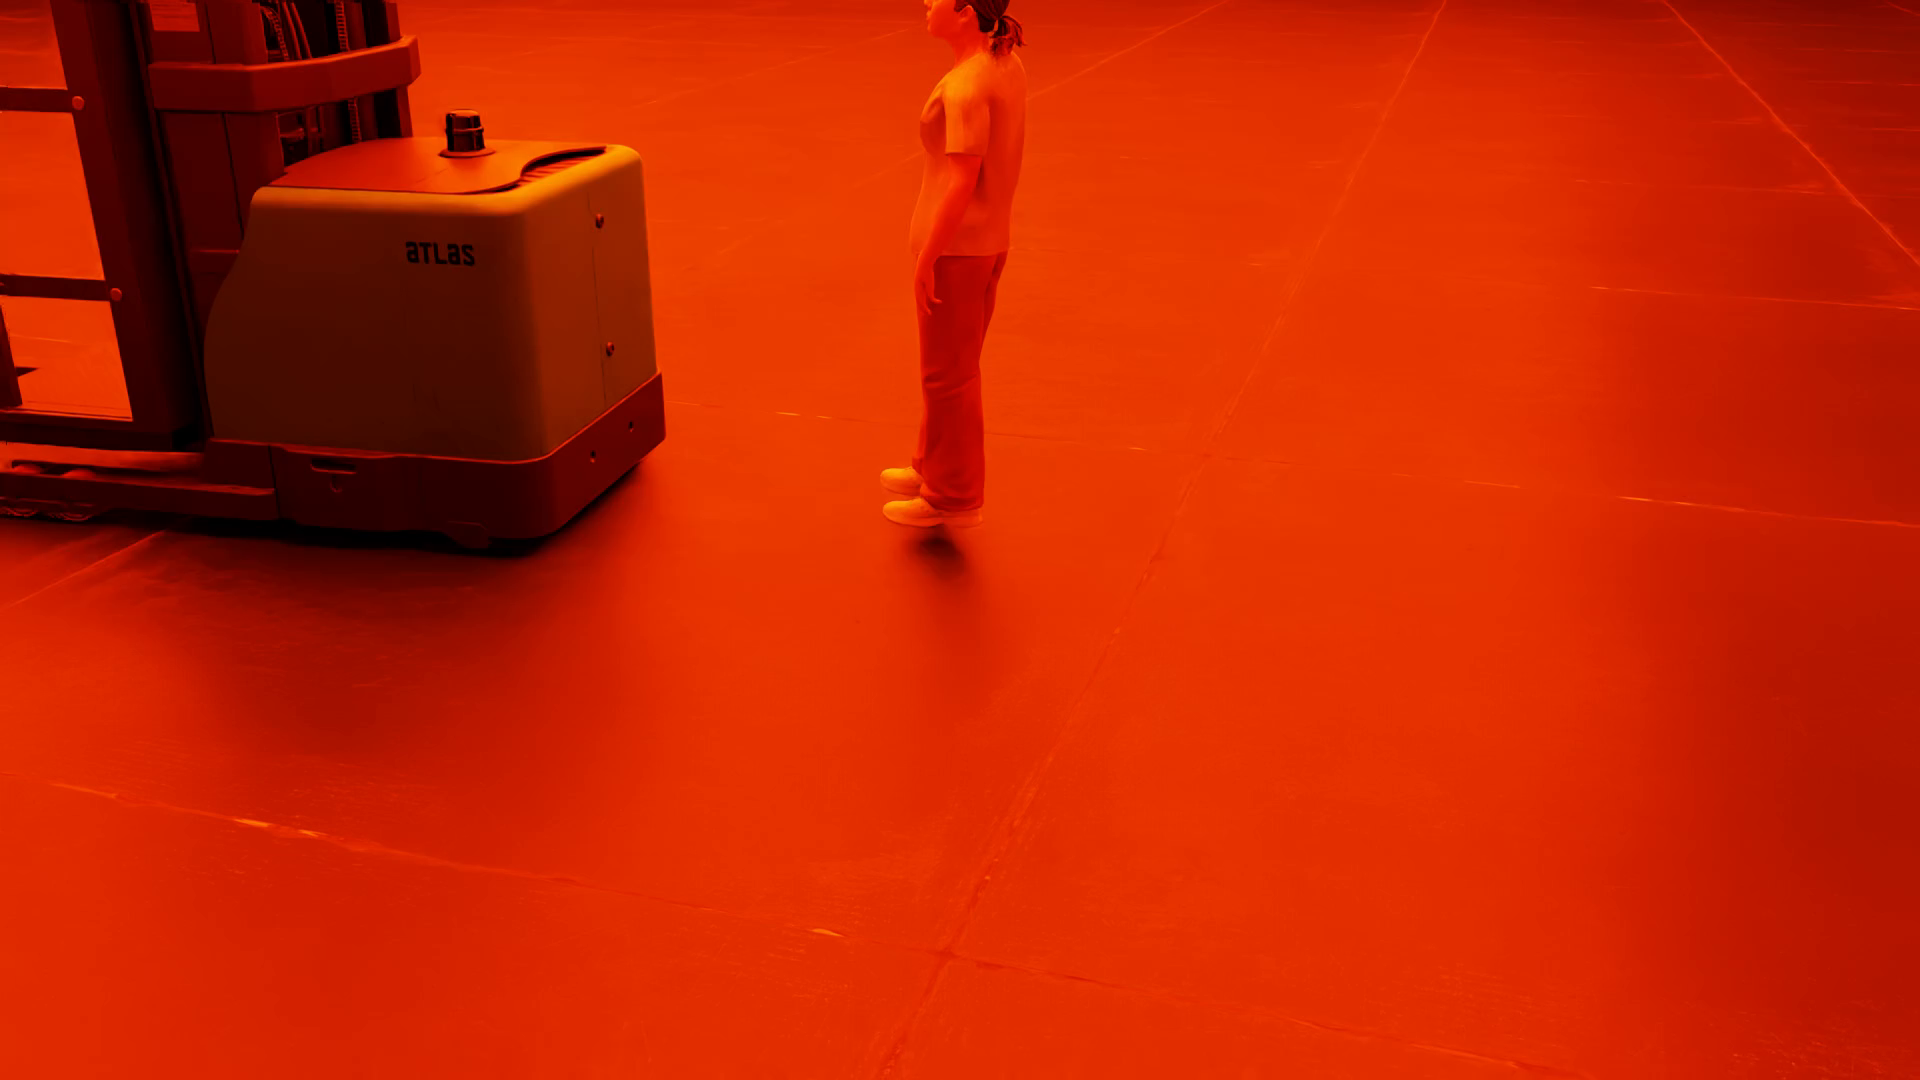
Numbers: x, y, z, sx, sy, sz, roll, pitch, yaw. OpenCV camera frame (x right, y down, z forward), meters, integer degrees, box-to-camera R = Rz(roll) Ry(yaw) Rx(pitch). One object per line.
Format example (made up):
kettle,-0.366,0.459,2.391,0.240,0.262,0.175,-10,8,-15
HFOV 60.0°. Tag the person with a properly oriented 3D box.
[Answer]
person,-0.067,-0.831,4.813,0.547,1.673,0.553,7,23,16

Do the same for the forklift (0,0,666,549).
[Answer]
forklift,-2.596,-1.603,5.163,3.031,2.935,1.130,5,23,12
